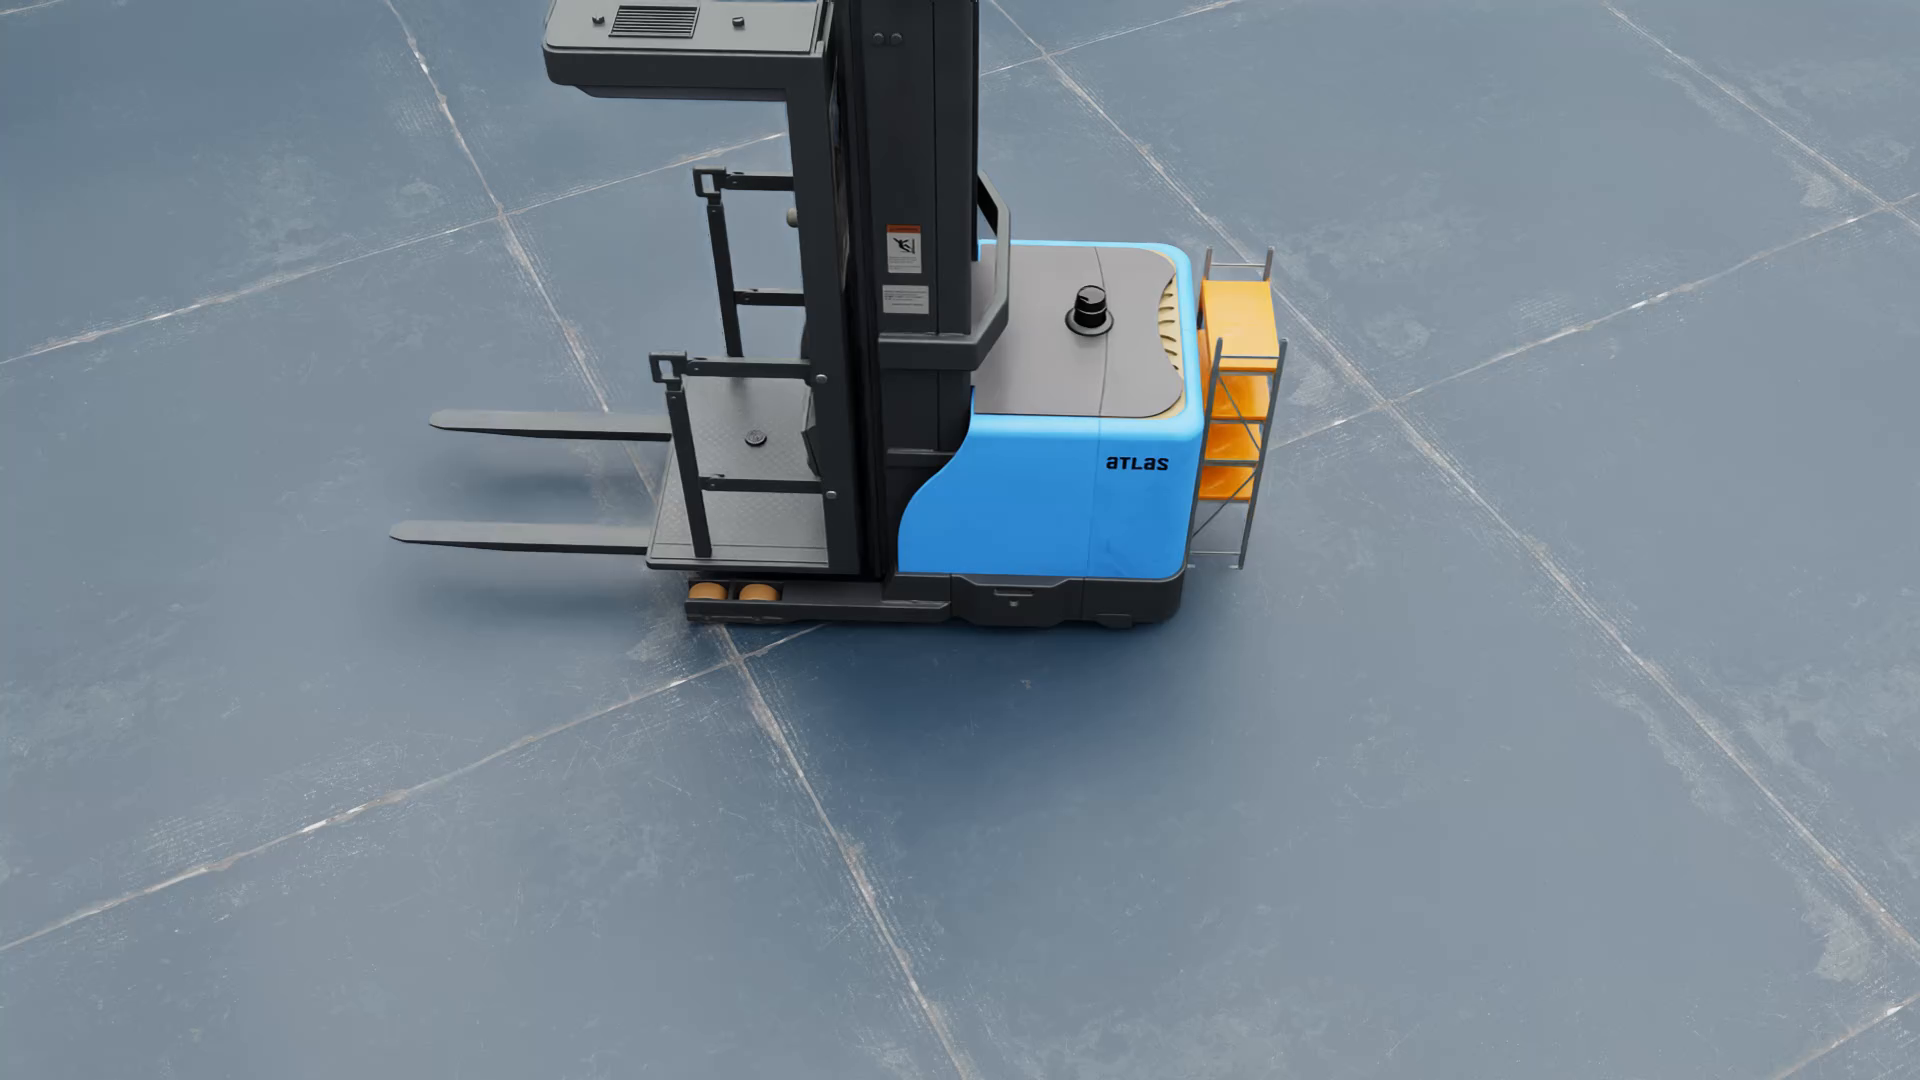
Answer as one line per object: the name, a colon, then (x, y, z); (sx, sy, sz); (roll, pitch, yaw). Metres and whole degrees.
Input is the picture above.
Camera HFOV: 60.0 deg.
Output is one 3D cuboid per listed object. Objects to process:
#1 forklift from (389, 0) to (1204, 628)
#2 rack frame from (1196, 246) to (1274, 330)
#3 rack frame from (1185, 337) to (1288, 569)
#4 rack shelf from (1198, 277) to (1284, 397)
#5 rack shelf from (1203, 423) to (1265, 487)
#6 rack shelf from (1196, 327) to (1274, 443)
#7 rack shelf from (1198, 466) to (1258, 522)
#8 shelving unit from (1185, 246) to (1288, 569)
forklift: (-0.660, -1.040, 5.605); (3.031, 2.935, 1.130); (2, 49, 1)
rack frame: (1.007, -0.655, 6.418); (0.240, 1.200, 0.015); (1, 49, 1)
rack frame: (0.994, -0.287, 6.097); (0.240, 1.200, 0.015); (1, 49, 1)
rack shelf: (1.000, -0.730, 5.962); (0.258, 0.148, 0.480); (1, 49, 1)
rack shelf: (1.000, -0.427, 6.308); (0.258, 0.148, 0.480); (1, 49, 1)
rack shelf: (1.000, -0.574, 6.140); (0.258, 0.148, 0.480); (1, 49, 1)
rack shelf: (1.000, -0.296, 6.458); (0.258, 0.148, 0.480); (1, 49, 1)
shelving unit: (1.000, -0.471, 6.257); (0.258, 1.200, 0.503); (1, 49, 1)
